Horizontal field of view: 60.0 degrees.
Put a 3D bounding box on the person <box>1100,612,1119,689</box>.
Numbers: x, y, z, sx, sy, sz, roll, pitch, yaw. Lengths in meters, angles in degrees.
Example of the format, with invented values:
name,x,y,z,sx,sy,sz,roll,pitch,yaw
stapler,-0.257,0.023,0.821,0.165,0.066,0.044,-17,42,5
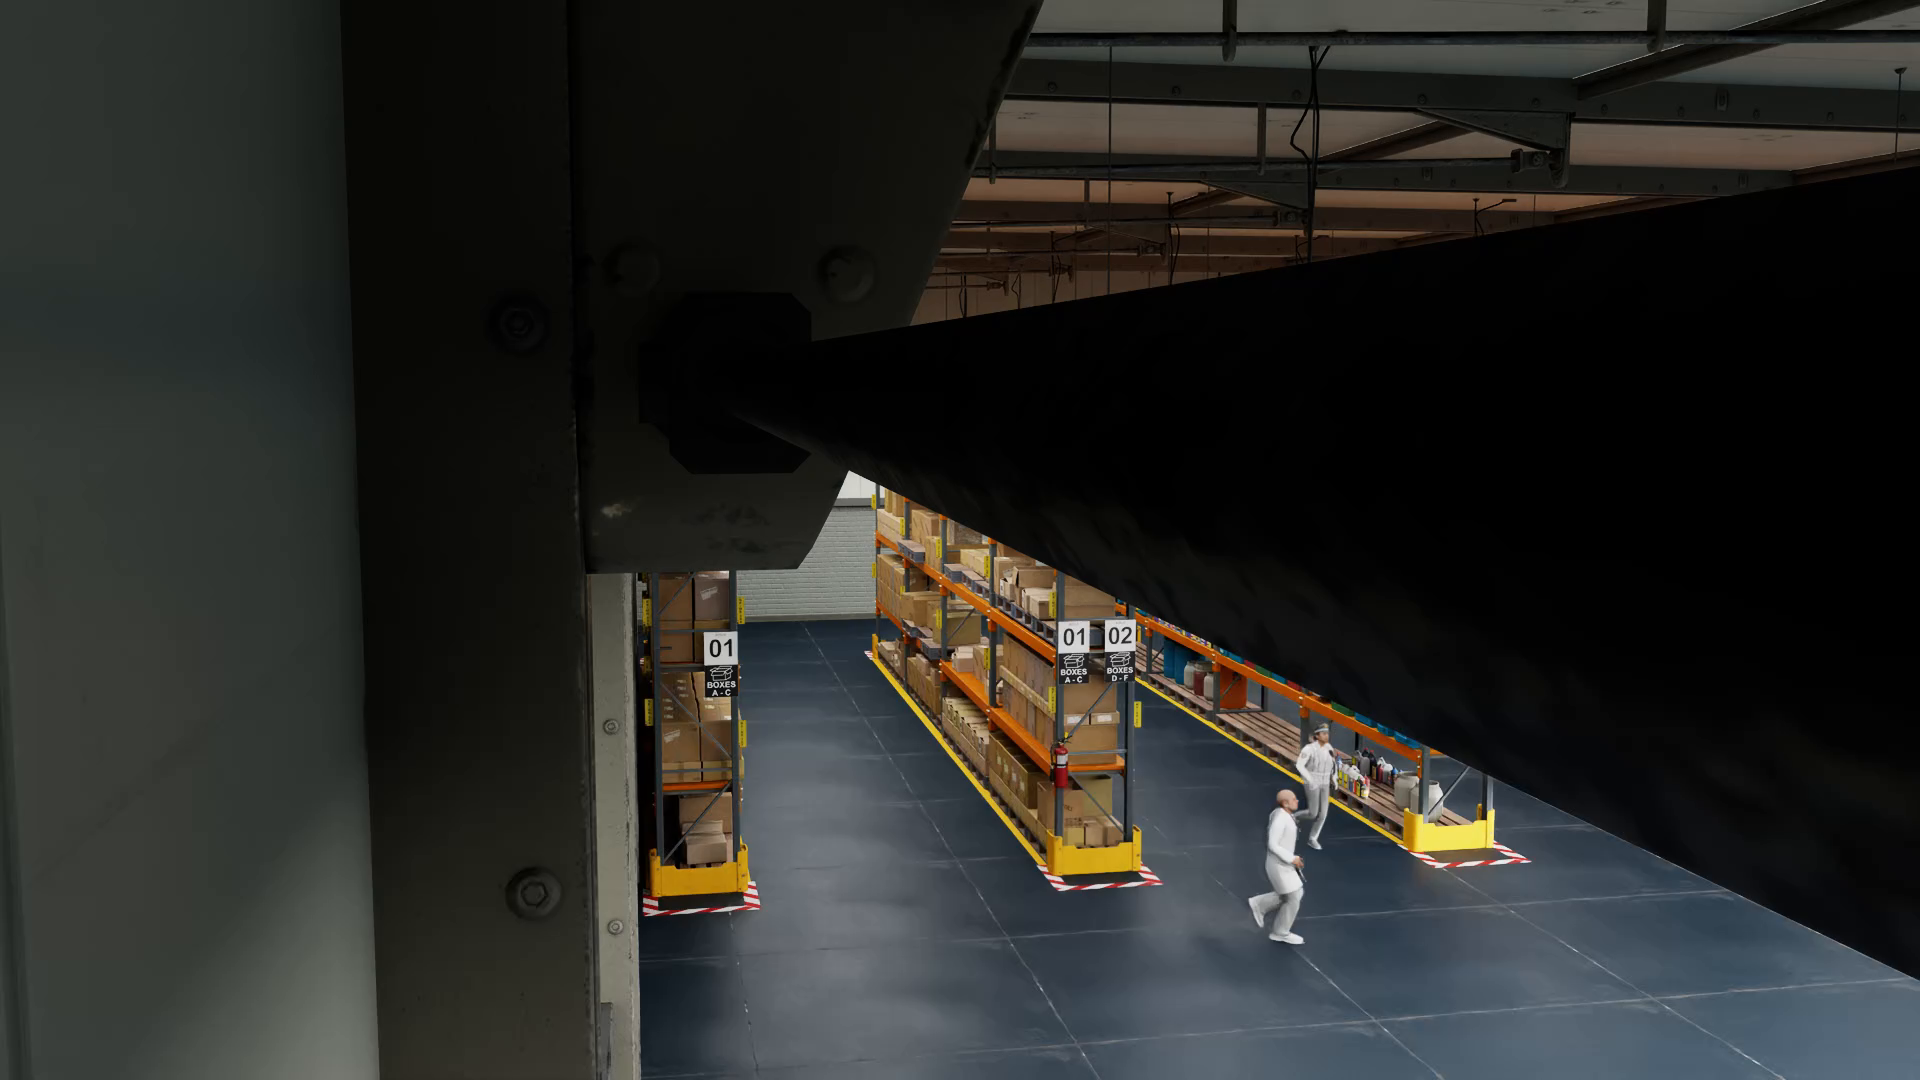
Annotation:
name,x,y,z,sx,sy,sz,roll,pitch,yaw
person,2.816,2.117,30.510,0.652,1.627,0.759,-1,6,-10

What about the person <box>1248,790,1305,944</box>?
name,x,y,z,sx,sy,sz,roll,pitch,yaw
person,3.494,3.596,18.334,0.627,1.737,0.729,2,6,16

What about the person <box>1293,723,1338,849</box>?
name,x,y,z,sx,sy,sz,roll,pitch,yaw
person,4.772,3.242,22.160,0.648,1.648,0.547,-3,7,-26
